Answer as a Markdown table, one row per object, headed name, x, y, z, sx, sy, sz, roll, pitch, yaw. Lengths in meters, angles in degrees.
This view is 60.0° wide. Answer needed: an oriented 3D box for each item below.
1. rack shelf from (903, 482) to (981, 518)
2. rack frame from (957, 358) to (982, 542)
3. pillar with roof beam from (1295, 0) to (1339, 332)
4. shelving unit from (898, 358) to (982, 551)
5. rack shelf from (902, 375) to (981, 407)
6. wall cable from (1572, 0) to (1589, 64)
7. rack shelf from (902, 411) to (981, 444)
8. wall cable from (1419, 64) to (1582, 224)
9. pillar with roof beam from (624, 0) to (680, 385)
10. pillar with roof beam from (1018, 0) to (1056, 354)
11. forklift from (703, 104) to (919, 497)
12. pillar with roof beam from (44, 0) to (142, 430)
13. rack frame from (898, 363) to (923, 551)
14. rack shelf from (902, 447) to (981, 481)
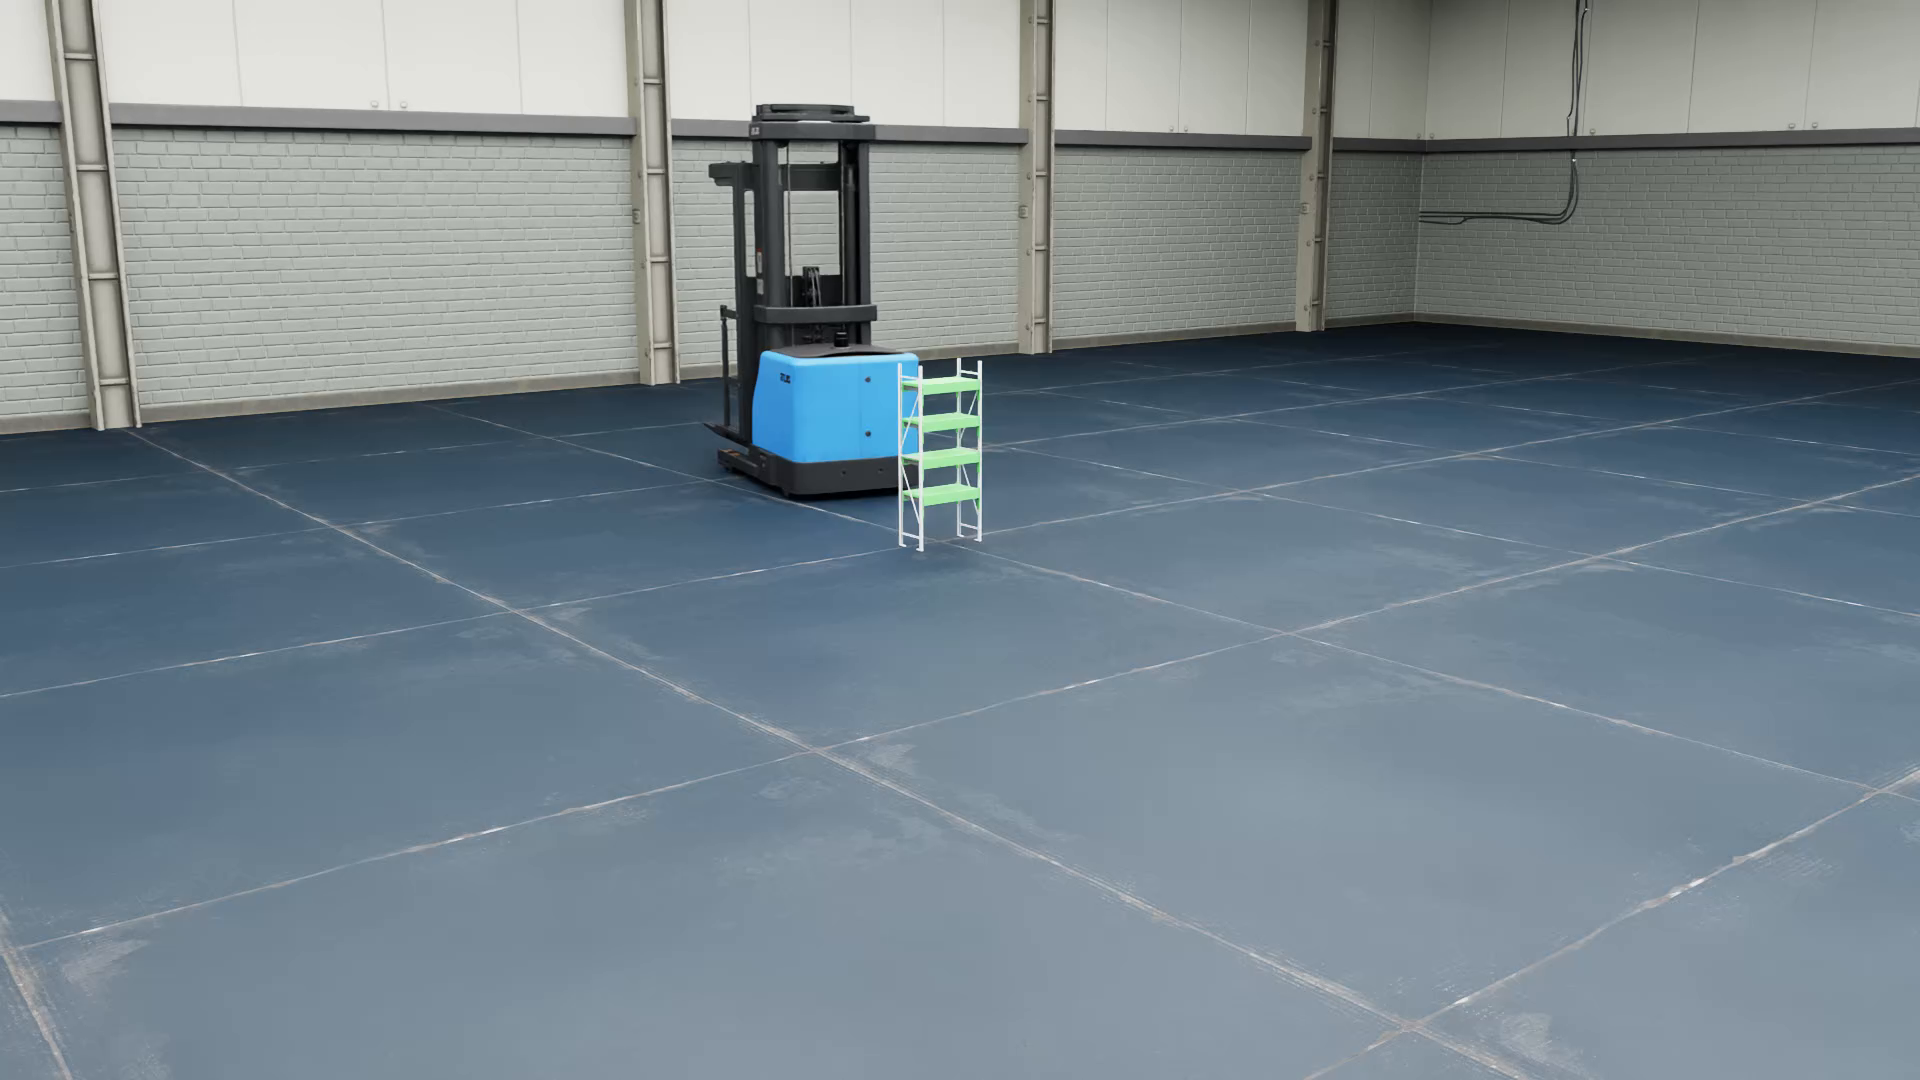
| name | x | y | z | sx | sy | sz | roll | pitch | yaw |
| --- | --- | --- | --- | --- | --- | --- | --- | --- | --- |
| rack shelf | -0.129 | -0.268 | 10.966 | 0.480 | 0.148 | 0.258 | -9 | 15 | -38 |
| rack frame | 0.061 | -0.597 | 11.052 | 0.015 | 1.200 | 0.240 | -9 | 15 | -38 |
| pillar with roof beam | 8.440 | -7.153 | 23.150 | 0.400 | 9.000 | 9.100 | -9 | 15 | -38 |
| shelving unit | -0.129 | -0.565 | 10.903 | 0.503 | 1.200 | 0.258 | -9 | 15 | -38 |
| rack shelf | -0.129 | -0.972 | 10.817 | 0.480 | 0.148 | 0.258 | -9 | 15 | -38 |
| wall cable | 10.567 | -8.532 | 24.960 | 0.112 | 2.526 | 3.097 | -9 | 15 | -38 |
| rack shelf | -0.129 | -0.738 | 10.866 | 0.480 | 0.148 | 0.258 | -9 | 15 | -38 |
| wall cable | 8.877 | -6.500 | 27.551 | 0.112 | 2.526 | 3.097 | -9 | 15 | -38 |
| pillar with roof beam | -0.930 | -5.596 | 15.817 | 0.400 | 9.000 | 9.100 | -9 | 15 | -38 |
| pillar with roof beam | 3.755 | -6.374 | 19.483 | 0.400 | 9.000 | 9.100 | -9 | 15 | -38 |
| forklift | -1.379 | -2.023 | 13.601 | 1.130 | 2.935 | 3.031 | -6 | 13 | -24 |
| pillar with roof beam | -5.615 | -4.817 | 12.150 | 0.400 | 9.000 | 9.100 | -9 | 15 | -38 |
| rack frame | -0.320 | -0.534 | 10.754 | 0.015 | 1.200 | 0.240 | -9 | 15 | -38 |
| rack shelf | -0.129 | -0.503 | 10.916 | 0.480 | 0.148 | 0.258 | -9 | 15 | -38 |
